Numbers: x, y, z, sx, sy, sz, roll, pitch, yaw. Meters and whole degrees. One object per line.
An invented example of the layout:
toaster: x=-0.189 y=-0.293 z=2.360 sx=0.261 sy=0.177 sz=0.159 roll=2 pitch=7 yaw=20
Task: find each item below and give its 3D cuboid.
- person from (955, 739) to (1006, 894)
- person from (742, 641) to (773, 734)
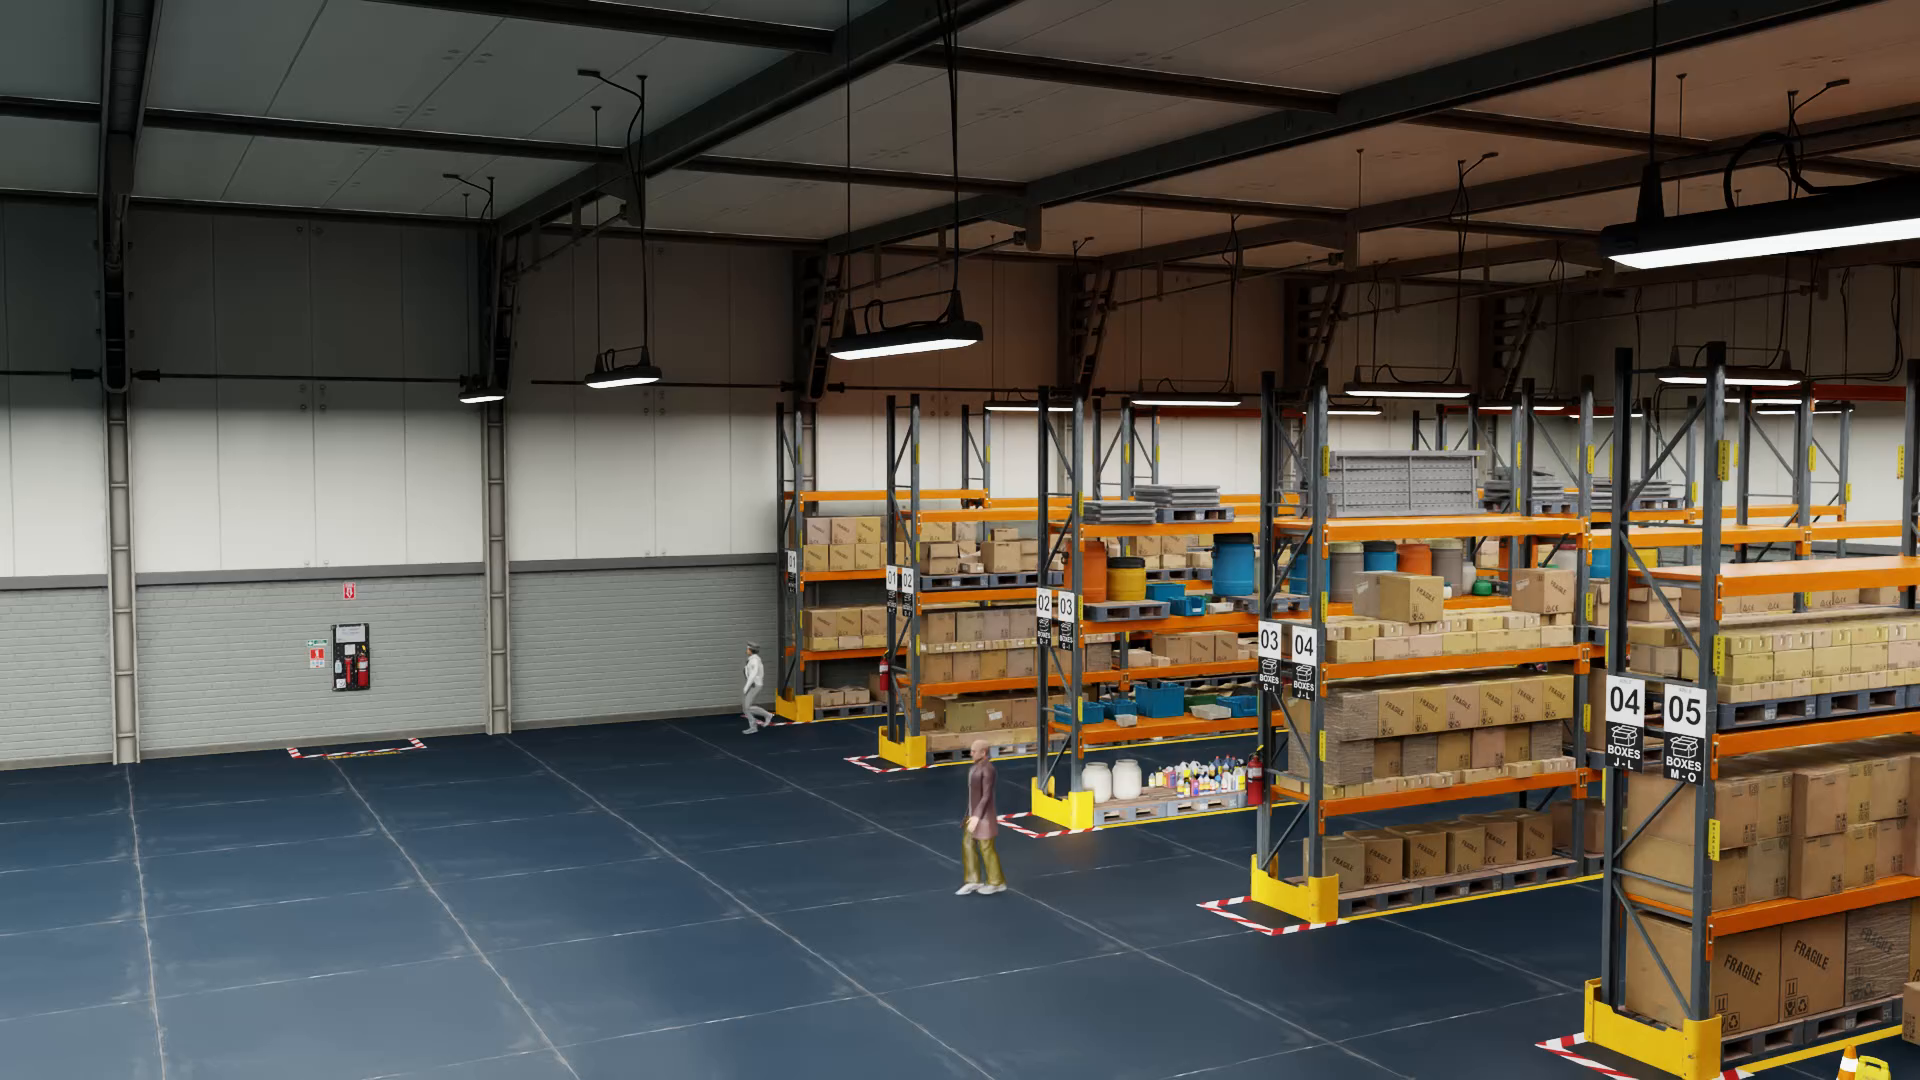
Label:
person: x=0.236 y=3.201 z=19.162 sx=0.595 sy=1.817 sz=0.631 roll=-1 pitch=3 yaw=-16
person: x=-3.654 y=2.657 z=29.950 sx=0.544 sy=1.651 sz=0.550 roll=0 pitch=3 yaw=-3
